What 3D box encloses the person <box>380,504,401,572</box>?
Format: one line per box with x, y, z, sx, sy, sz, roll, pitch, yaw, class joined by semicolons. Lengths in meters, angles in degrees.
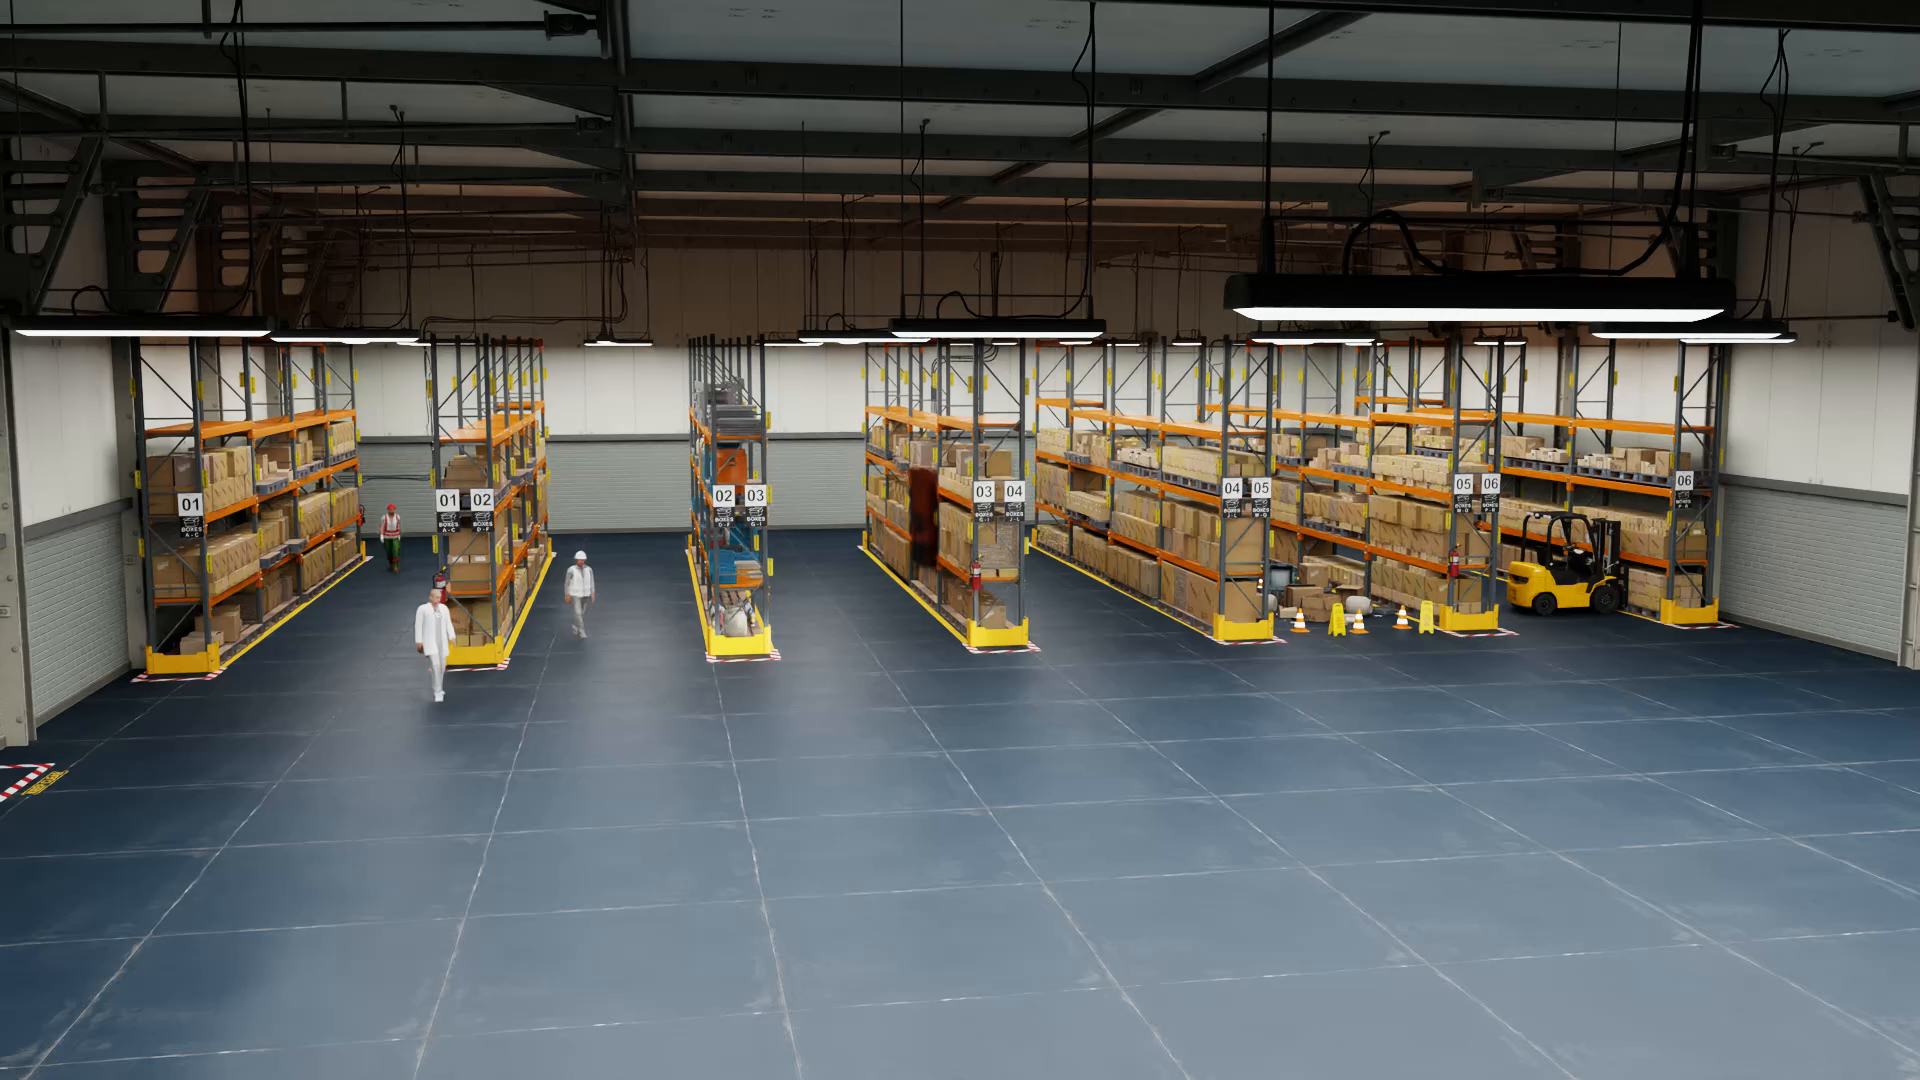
-14.655;-0.068;42.808;0.518;1.729;1.055;-2;7;-16;person

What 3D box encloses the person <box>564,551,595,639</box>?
-7.493;1.075;32.920;0.556;1.712;1.053;-6;9;-42;person

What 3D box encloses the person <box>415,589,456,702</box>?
-8.603;1.723;27.406;0.693;1.818;0.612;6;9;41;person
